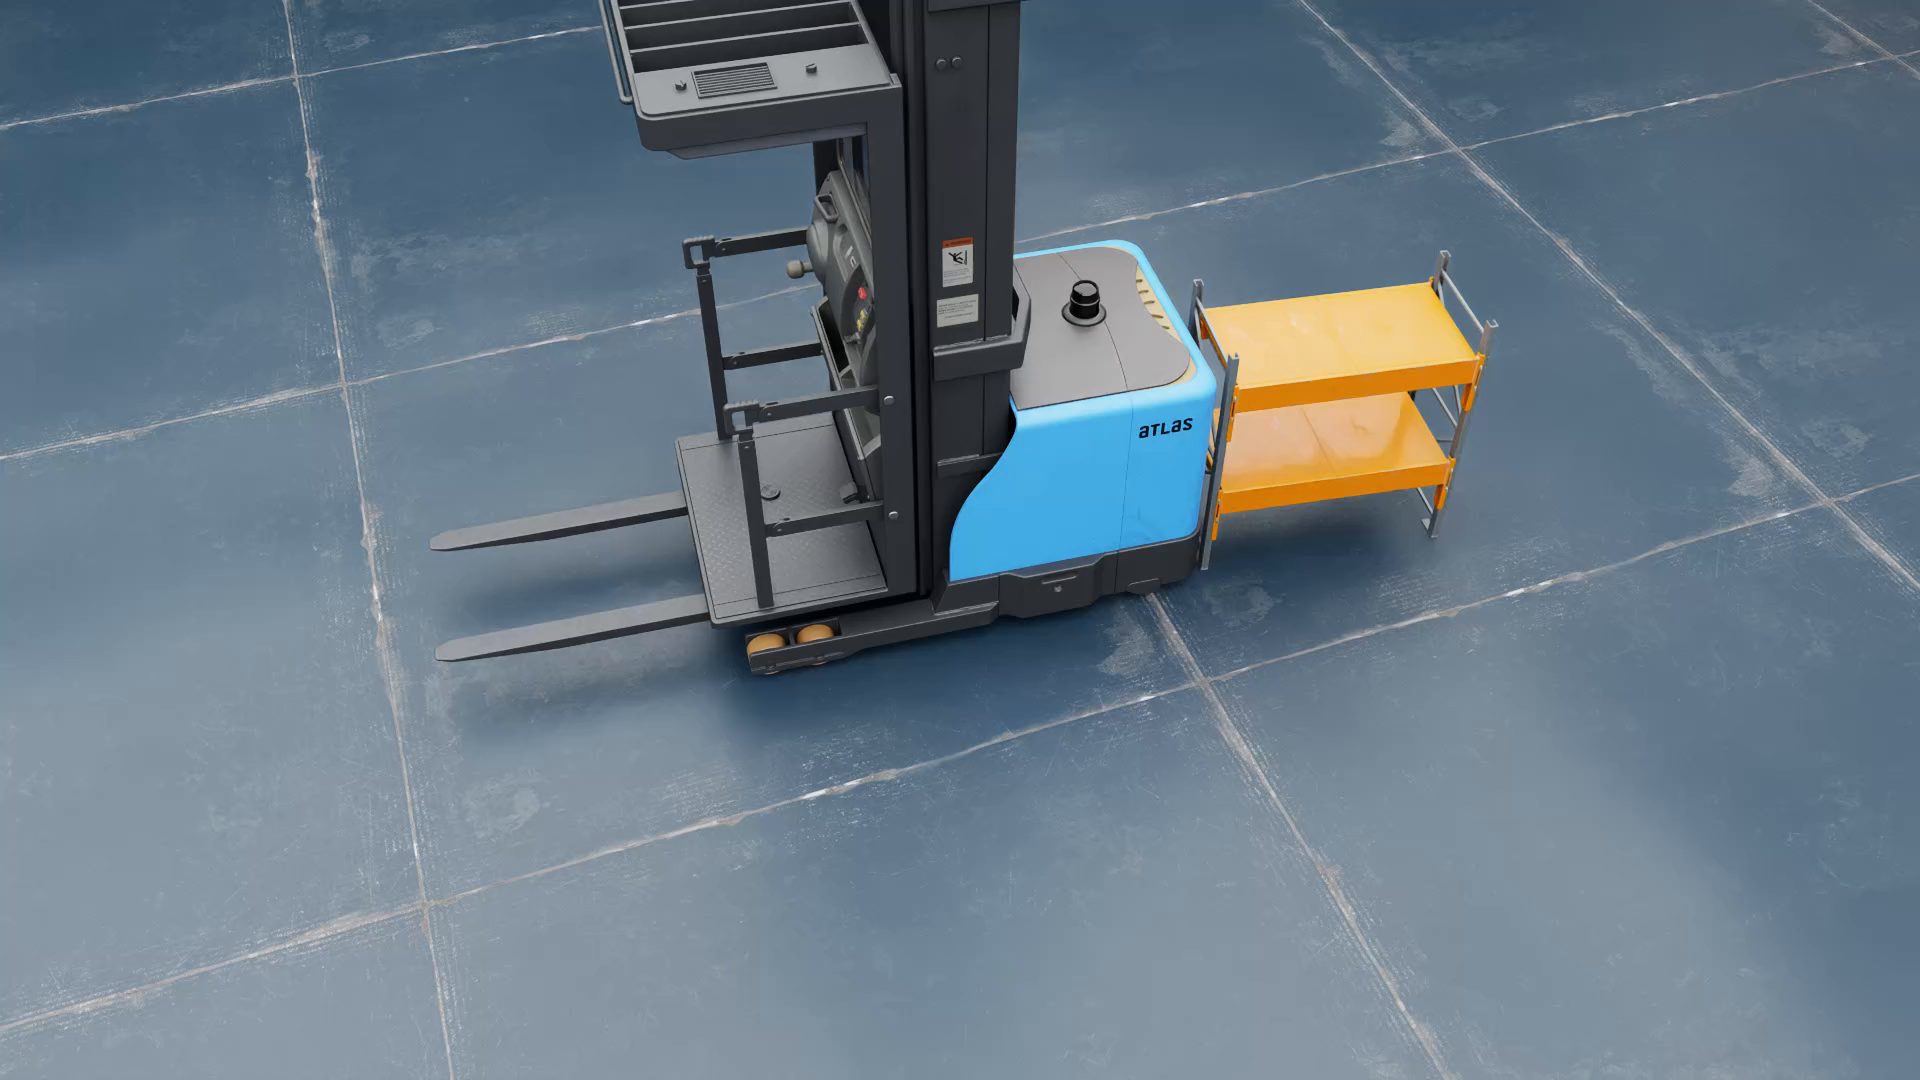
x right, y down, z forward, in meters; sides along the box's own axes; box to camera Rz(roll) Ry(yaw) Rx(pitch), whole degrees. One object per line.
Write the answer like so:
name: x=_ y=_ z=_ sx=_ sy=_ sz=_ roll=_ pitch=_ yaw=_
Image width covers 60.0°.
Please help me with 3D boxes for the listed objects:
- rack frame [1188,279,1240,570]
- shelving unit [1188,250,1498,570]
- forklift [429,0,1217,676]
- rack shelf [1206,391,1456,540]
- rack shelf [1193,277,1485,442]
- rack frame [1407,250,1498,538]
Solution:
rack frame: x=0.972 y=-0.446 z=6.709 sx=0.032 sy=1.125 sz=0.500 roll=-8 pitch=46 yaw=-8
shelving unit: x=1.472 y=-0.513 z=6.777 sx=1.048 sy=1.125 sz=0.538 roll=-8 pitch=46 yaw=-8
forklift: x=-0.605 y=-0.923 z=5.910 sx=3.031 sy=2.935 sz=1.130 roll=-10 pitch=46 yaw=-10
rack shelf: x=1.472 y=-0.341 z=6.950 sx=1.000 sy=0.278 sz=0.538 roll=-8 pitch=46 yaw=-8
rack shelf: x=1.472 y=-0.720 z=6.569 sx=1.000 sy=0.278 sz=0.538 roll=-8 pitch=46 yaw=-8
rack frame: x=1.971 y=-0.581 z=6.844 sx=0.032 sy=1.125 sz=0.500 roll=-8 pitch=46 yaw=-8
